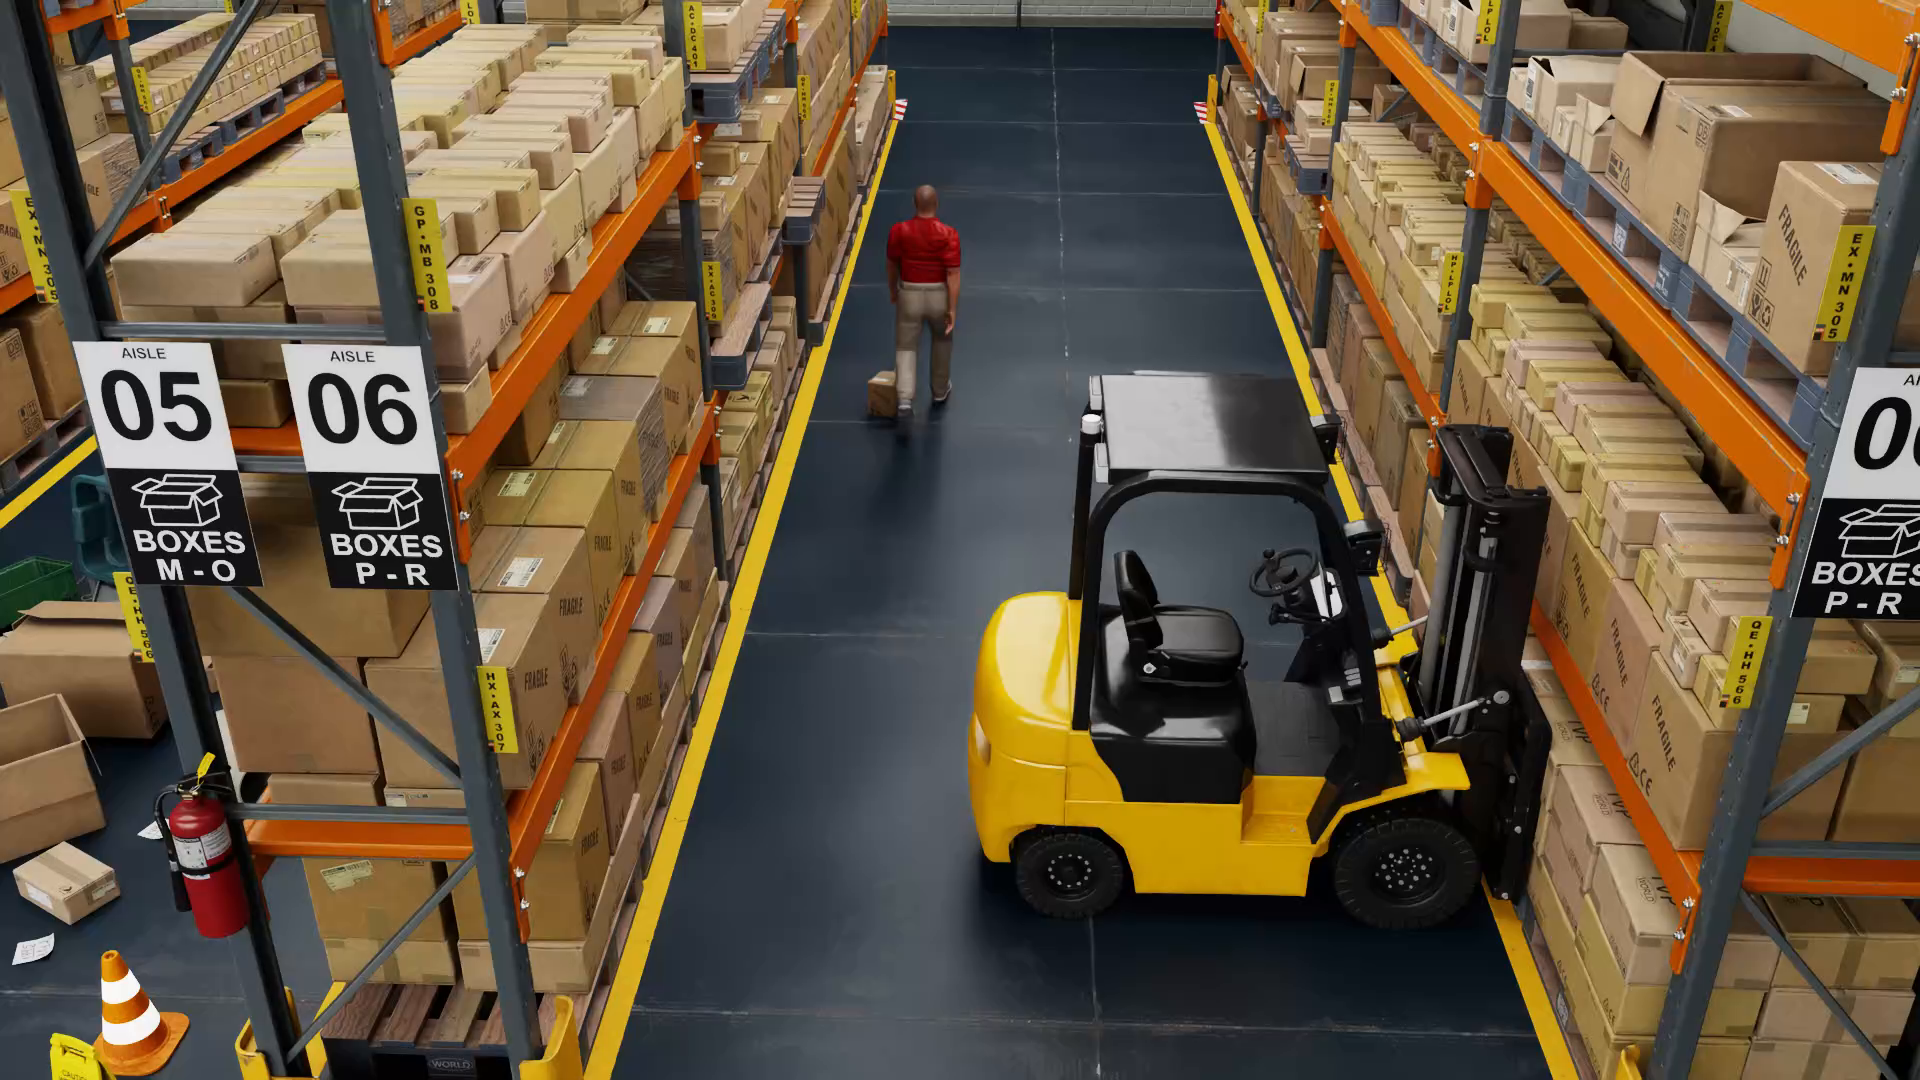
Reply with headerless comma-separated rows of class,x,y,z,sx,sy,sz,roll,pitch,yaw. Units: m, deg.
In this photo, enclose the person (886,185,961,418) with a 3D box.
person,-0.259,-1.700,11.844,0.540,1.680,0.972,2,28,3
